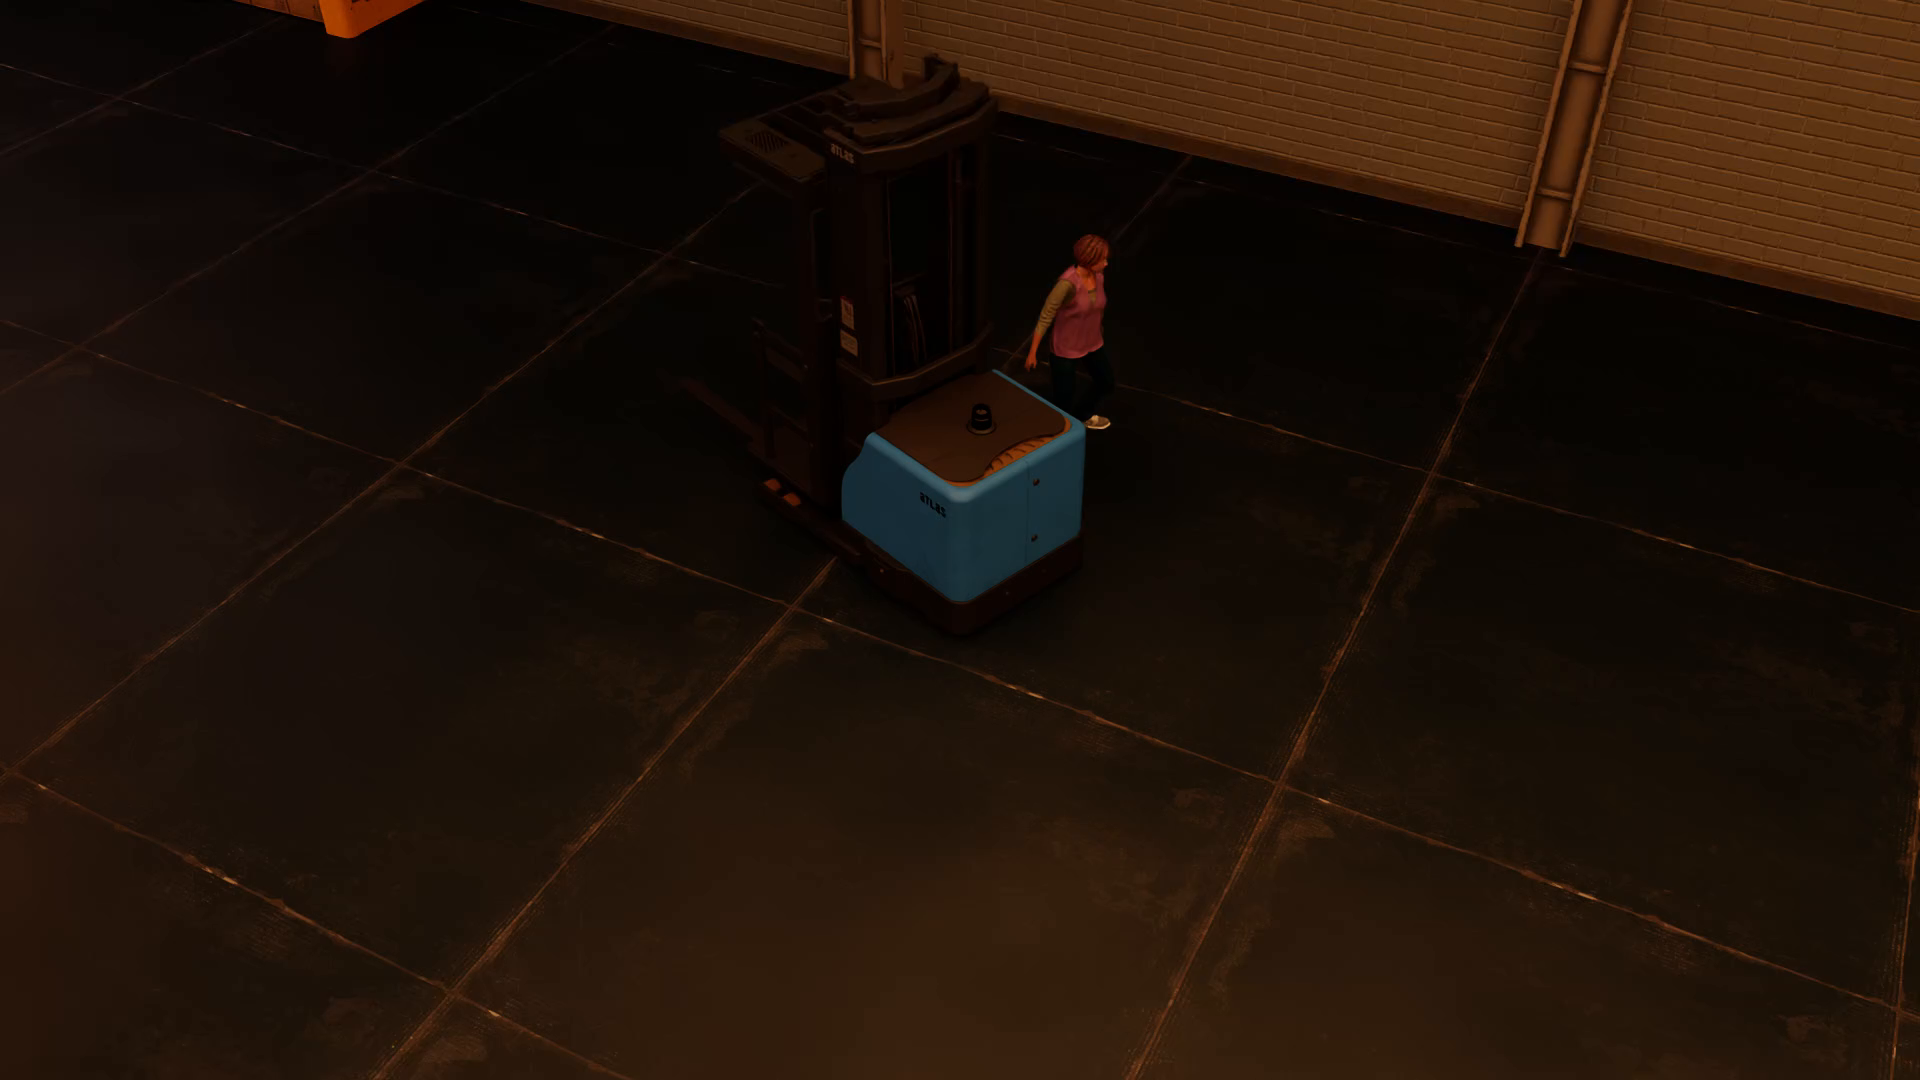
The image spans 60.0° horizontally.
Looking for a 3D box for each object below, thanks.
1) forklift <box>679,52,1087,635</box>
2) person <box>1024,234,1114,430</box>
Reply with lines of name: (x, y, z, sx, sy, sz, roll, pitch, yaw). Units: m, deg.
forklift: (-0.629, -1.445, 9.702, 1.130, 2.935, 3.031, -30, 49, -31)
person: (0.697, -1.223, 10.561, 0.707, 1.548, 0.366, -28, 47, -29)
